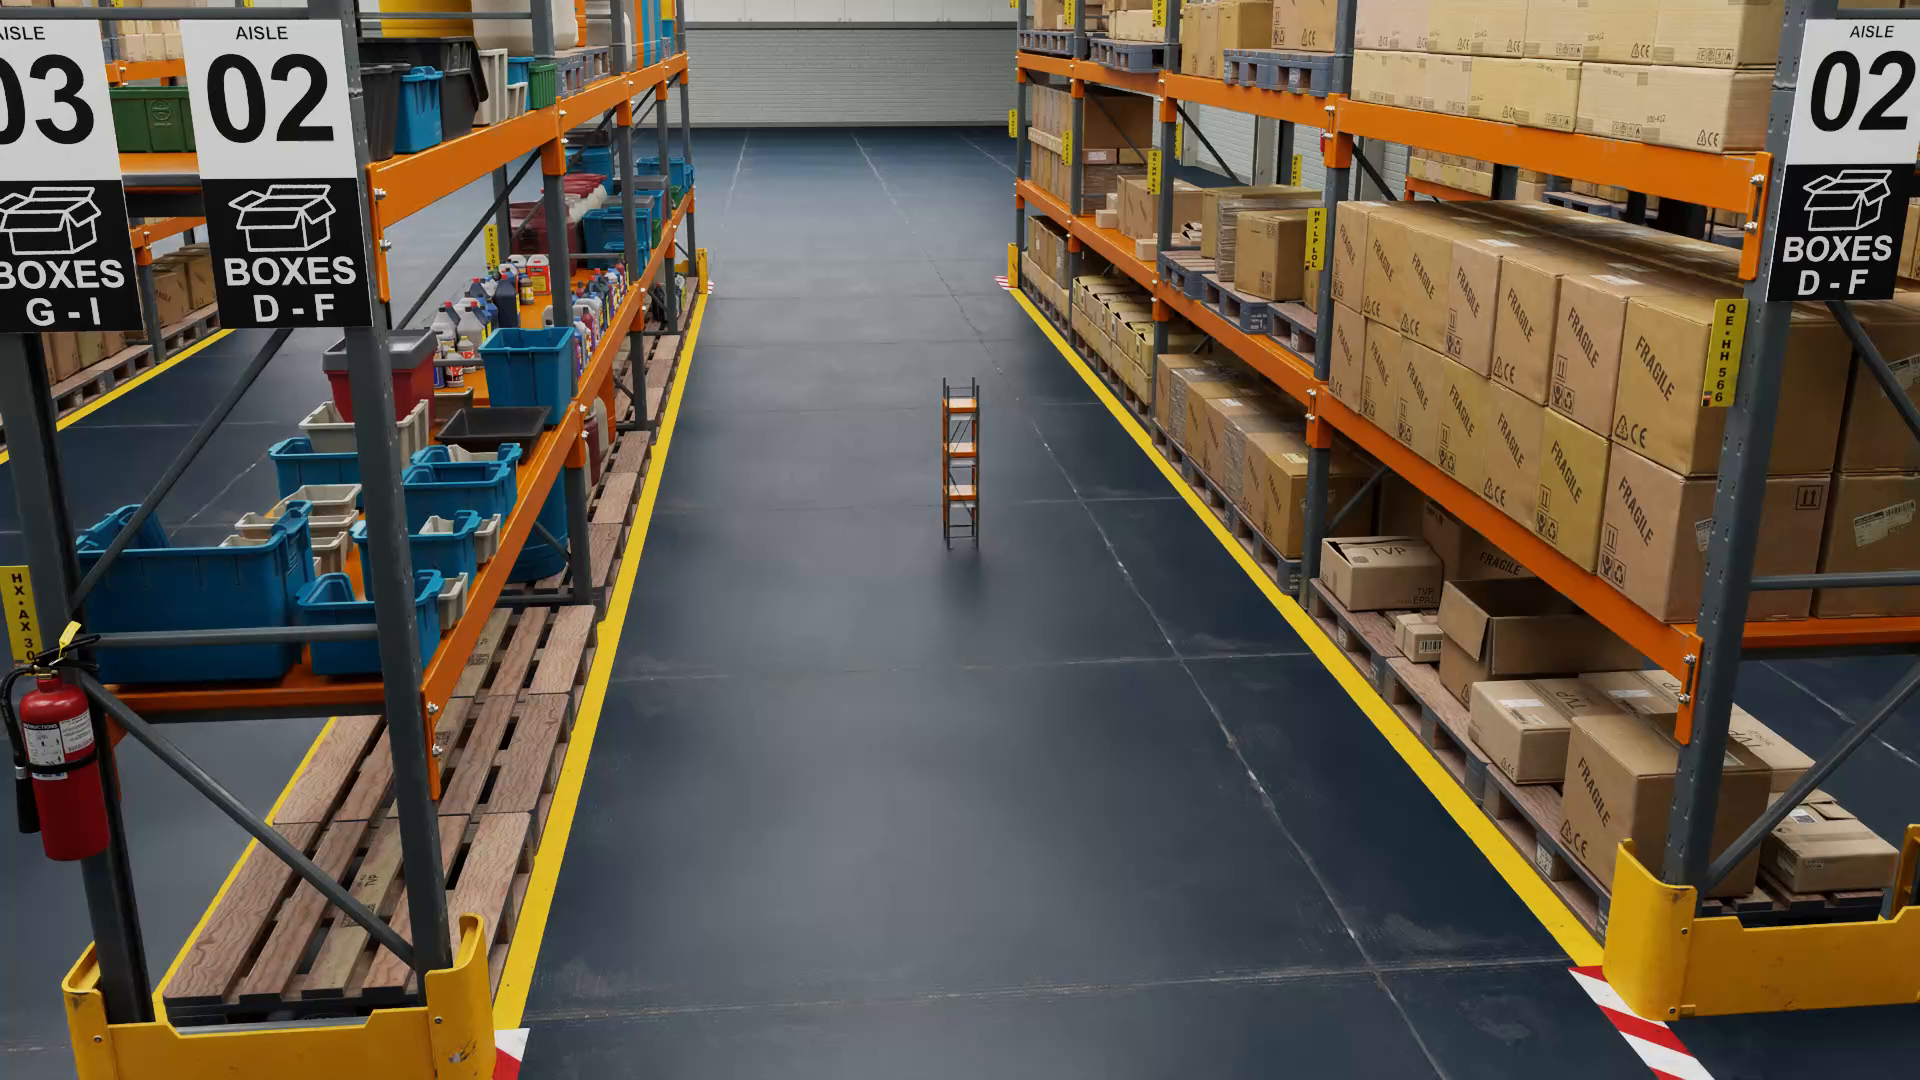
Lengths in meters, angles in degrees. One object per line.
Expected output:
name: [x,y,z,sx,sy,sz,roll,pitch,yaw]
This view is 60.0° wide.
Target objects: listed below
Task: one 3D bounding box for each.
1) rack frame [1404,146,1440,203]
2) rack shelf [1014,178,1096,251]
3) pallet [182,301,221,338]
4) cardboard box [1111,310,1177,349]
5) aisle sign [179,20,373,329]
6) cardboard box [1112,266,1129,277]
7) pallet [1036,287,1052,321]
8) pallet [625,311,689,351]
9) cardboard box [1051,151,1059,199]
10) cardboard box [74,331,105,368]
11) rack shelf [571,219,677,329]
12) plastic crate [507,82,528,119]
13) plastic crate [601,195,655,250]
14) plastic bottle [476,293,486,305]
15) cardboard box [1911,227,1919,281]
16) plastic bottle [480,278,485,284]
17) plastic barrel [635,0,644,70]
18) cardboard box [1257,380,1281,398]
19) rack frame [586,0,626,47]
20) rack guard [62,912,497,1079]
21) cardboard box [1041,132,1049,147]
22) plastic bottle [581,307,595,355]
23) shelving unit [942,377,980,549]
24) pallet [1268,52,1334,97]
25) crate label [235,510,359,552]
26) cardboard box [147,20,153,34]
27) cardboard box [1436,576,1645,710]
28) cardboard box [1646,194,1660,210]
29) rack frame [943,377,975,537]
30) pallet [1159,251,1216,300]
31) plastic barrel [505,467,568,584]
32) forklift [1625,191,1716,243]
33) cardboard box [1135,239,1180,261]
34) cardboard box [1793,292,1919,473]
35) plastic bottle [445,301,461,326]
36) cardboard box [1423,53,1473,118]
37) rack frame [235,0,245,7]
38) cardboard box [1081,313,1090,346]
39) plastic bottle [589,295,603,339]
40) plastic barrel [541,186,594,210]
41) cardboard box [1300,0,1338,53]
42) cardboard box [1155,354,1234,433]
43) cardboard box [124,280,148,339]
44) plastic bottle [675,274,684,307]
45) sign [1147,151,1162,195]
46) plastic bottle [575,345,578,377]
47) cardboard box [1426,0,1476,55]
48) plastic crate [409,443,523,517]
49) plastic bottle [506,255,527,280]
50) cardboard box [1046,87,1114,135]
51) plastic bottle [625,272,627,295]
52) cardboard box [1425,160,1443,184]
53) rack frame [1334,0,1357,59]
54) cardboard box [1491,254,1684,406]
rack frame: [6.126,-4.789,20.922,1.000,3.000,0.127,-2,18,-6]
rack shelf: [1.406,-3.695,18.641,1.077,0.370,4.000,-2,18,-6]
pallet: [-8.475,-2.371,17.876,1.003,0.211,1.213,-2,18,-6]
cardboard box: [1.616,-1.861,14.549,0.500,0.311,0.500,-2,18,-6]
aisle sign: [-1.775,-0.944,4.335,0.394,0.787,0.004,-2,18,-6]
cardboard box: [1.875,-2.837,17.343,0.500,0.500,0.500,-2,18,-6]
pallet: [1.442,-2.715,18.972,1.003,0.211,1.213,-2,18,-6]
pallet: [-3.343,-2.162,17.211,1.003,0.211,1.213,-2,18,-6]
cardboard box: [1.397,-4.082,18.503,0.700,0.500,0.500,-1,17,-4]
cardboard box: [-8.170,-1.829,14.933,0.700,0.500,0.500,-2,18,-6]
rack shelf: [-3.109,-2.352,14.361,1.077,0.370,4.000,-2,18,-6]
plastic crate: [-1.981,-1.846,6.980,0.293,0.136,0.466,-2,18,-6]
plastic crate: [-2.765,-2.621,13.910,0.402,0.464,0.583,-2,18,-6]
plastic bottle: [-2.972,-1.397,10.334,0.097,0.271,0.097,0,17,0]
cardboard box: [6.903,-1.993,11.319,0.500,0.500,0.500,-1,17,-4]
plastic bottle: [-3.106,-1.559,10.829,0.061,0.283,0.133,-2,18,-6]
plastic barrel: [-2.839,-4.181,13.263,0.600,0.830,0.708,-2,18,-6]
cardboard box: [2.407,-0.843,11.792,0.500,0.500,0.500,-2,18,-8]
rack frame: [-2.903,-4.961,11.457,1.000,3.000,0.127,-2,18,-6]
rack guard: [-2.062,1.484,5.116,1.175,0.500,0.348,-2,18,-6]
cardboard box: [1.134,-4.561,18.946,0.380,0.149,0.250,-2,18,-7]
plastic bottle: [-2.195,-1.239,9.810,0.061,0.283,0.133,-2,18,-6]
shelving unit: [0.005,-0.485,10.469,0.215,1.050,0.252,-2,18,-6]
pallet: [2.440,-2.597,9.248,1.213,0.211,1.003,-2,18,-6]
crate label: [-2.411,-0.025,6.088,0.396,0.136,0.243,-2,18,-6]
cardboard box: [-8.139,-5.025,16.251,0.380,0.149,0.250,-1,17,-4]
cardboard box: [2.636,0.481,7.569,0.797,0.503,0.637,-2,18,-6]
cardboard box: [6.707,-3.340,15.406,0.700,0.500,0.500,1,17,2]
rack frame: [-0.007,-0.521,10.585,0.200,1.050,0.008,-2,18,-6]
pallet: [2.164,-1.960,12.232,1.213,0.211,1.003,-2,18,-6]
plastic barrel: [-2.530,-0.269,9.329,0.600,0.901,0.708,-2,18,-6]
forklift: [4.576,-1.506,10.580,1.130,2.935,3.031,-2,18,-7]
cardboard box: [1.657,-2.391,13.703,0.380,0.149,0.250,-2,18,-6]
cardboard box: [3.066,-0.533,5.530,0.500,0.500,0.500,-1,17,-4]
plastic bottle: [-2.930,-1.203,9.582,0.144,0.351,0.185,-2,18,-6]
cardboard box: [2.339,-1.968,7.181,0.500,0.250,0.500,-2,18,-6]
rack frame: [-8.655,-7.192,18.561,1.000,3.000,0.127,-2,18,-6]
cardboard box: [1.458,-2.051,16.092,0.500,0.250,0.500,-1,17,-4]
plastic bottle: [-2.263,-1.376,10.267,0.097,0.271,0.097,0,17,0]
plastic barrel: [-3.315,-2.716,14.095,0.433,0.535,0.433,0,17,0]
cardboard box: [2.367,-3.137,9.619,0.600,0.600,0.600,-2,18,-6]
cardboard box: [1.787,-1.124,12.688,0.500,0.500,0.500,-1,17,-3]
cardboard box: [-8.244,-2.266,16.359,0.500,0.500,0.500,-2,18,-7]
plastic bottle: [-3.049,-2.673,17.872,0.144,0.351,0.185,-2,18,-6]
sign: [1.473,-2.785,12.608,0.100,0.325,0.005,-2,18,-6]
plastic bottle: [-2.104,-0.974,8.967,0.061,0.283,0.133,-2,18,-6]
cardboard box: [2.333,-2.207,7.106,0.500,0.250,0.500,-2,18,-6]
plastic crate: [-1.943,-0.230,6.581,0.416,0.233,0.300,-2,18,-6]
plastic bottle: [-3.180,-1.901,11.932,0.152,0.276,0.135,-2,18,-6]
cardboard box: [1.353,-4.839,18.751,0.700,0.500,0.500,-2,18,-5]
plastic bottle: [-2.443,-1.862,11.932,0.097,0.201,0.097,0,17,0]
cardboard box: [5.928,-4.417,19.956,0.500,0.250,0.500,-2,18,-7]
rack frame: [2.437,-3.922,8.145,1.000,3.000,0.127,-2,18,-6]
cardboard box: [2.419,-0.821,6.449,0.500,0.500,0.500,-1,17,-4]
